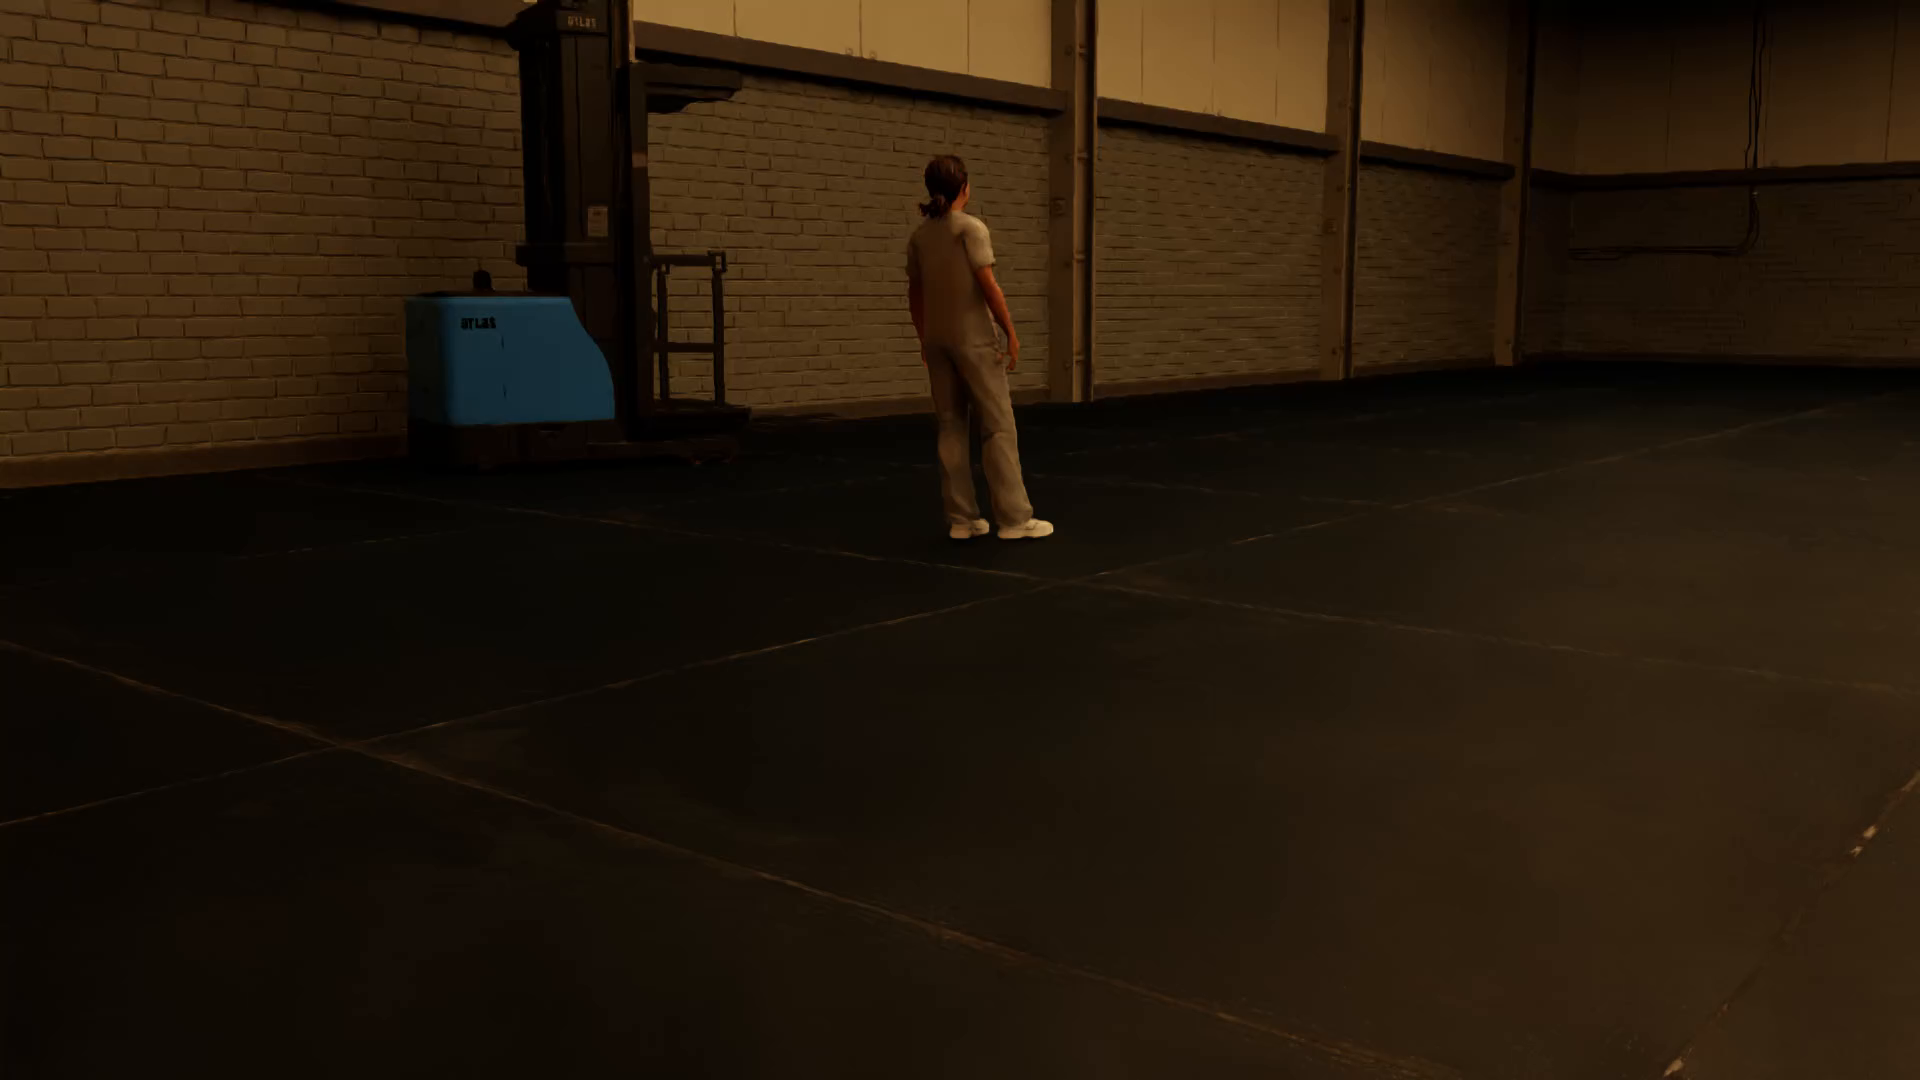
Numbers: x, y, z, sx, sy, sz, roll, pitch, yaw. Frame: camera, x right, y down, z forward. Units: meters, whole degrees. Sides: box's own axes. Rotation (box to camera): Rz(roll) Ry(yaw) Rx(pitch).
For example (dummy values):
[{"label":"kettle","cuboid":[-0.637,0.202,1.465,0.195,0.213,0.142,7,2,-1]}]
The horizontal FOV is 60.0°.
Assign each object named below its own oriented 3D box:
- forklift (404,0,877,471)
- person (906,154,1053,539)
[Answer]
[{"label":"forklift","cuboid":[-2.046,-2.003,10.967,3.031,2.935,1.130,-5,10,-31]},{"label":"person","cuboid":[0.057,-0.837,7.332,0.550,1.663,0.548,7,11,38]}]
